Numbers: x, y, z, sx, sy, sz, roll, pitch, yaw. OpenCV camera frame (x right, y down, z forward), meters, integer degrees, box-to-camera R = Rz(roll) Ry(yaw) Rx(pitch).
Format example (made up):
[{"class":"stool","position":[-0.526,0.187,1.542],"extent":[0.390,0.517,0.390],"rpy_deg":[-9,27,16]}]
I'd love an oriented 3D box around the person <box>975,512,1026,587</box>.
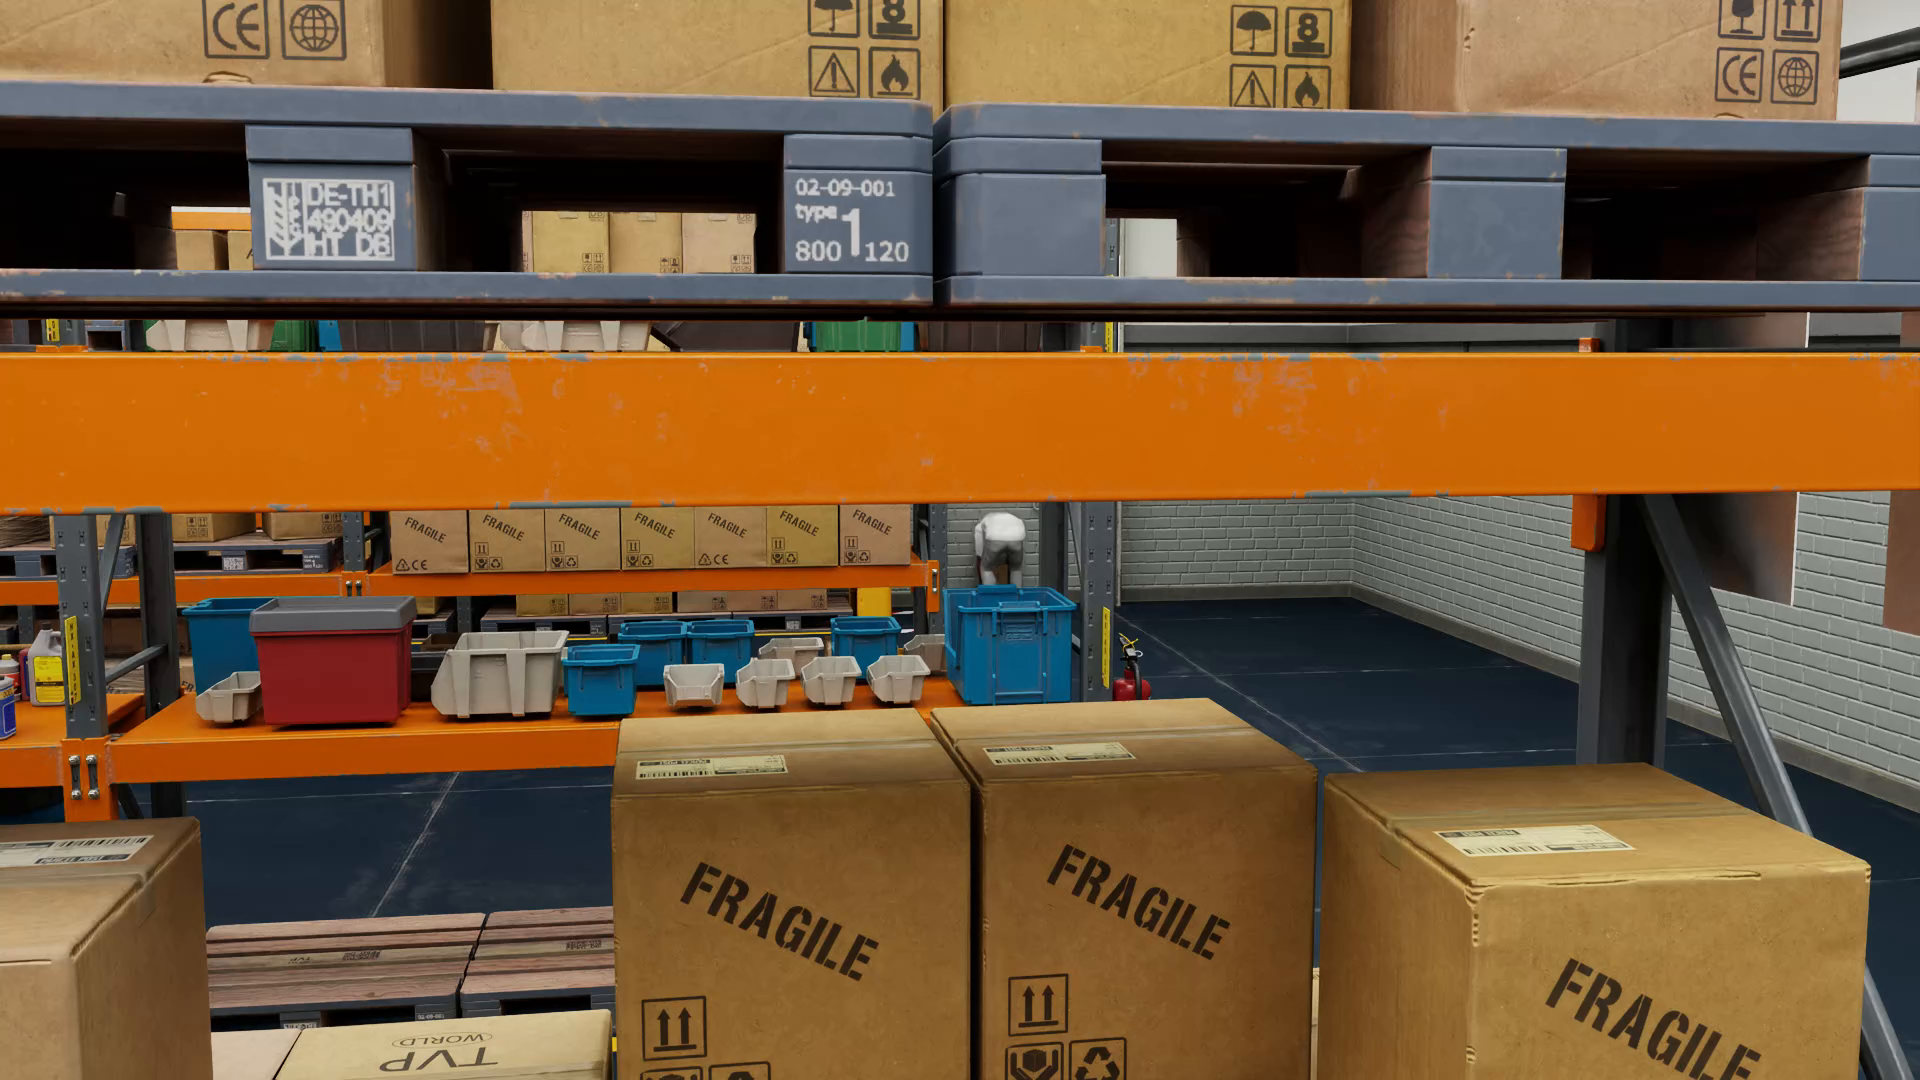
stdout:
[{"class":"person","position":[0.413,0.234,18.093],"extent":[0.488,1.076,0.982],"rpy_deg":[-1,7,-11]}]
